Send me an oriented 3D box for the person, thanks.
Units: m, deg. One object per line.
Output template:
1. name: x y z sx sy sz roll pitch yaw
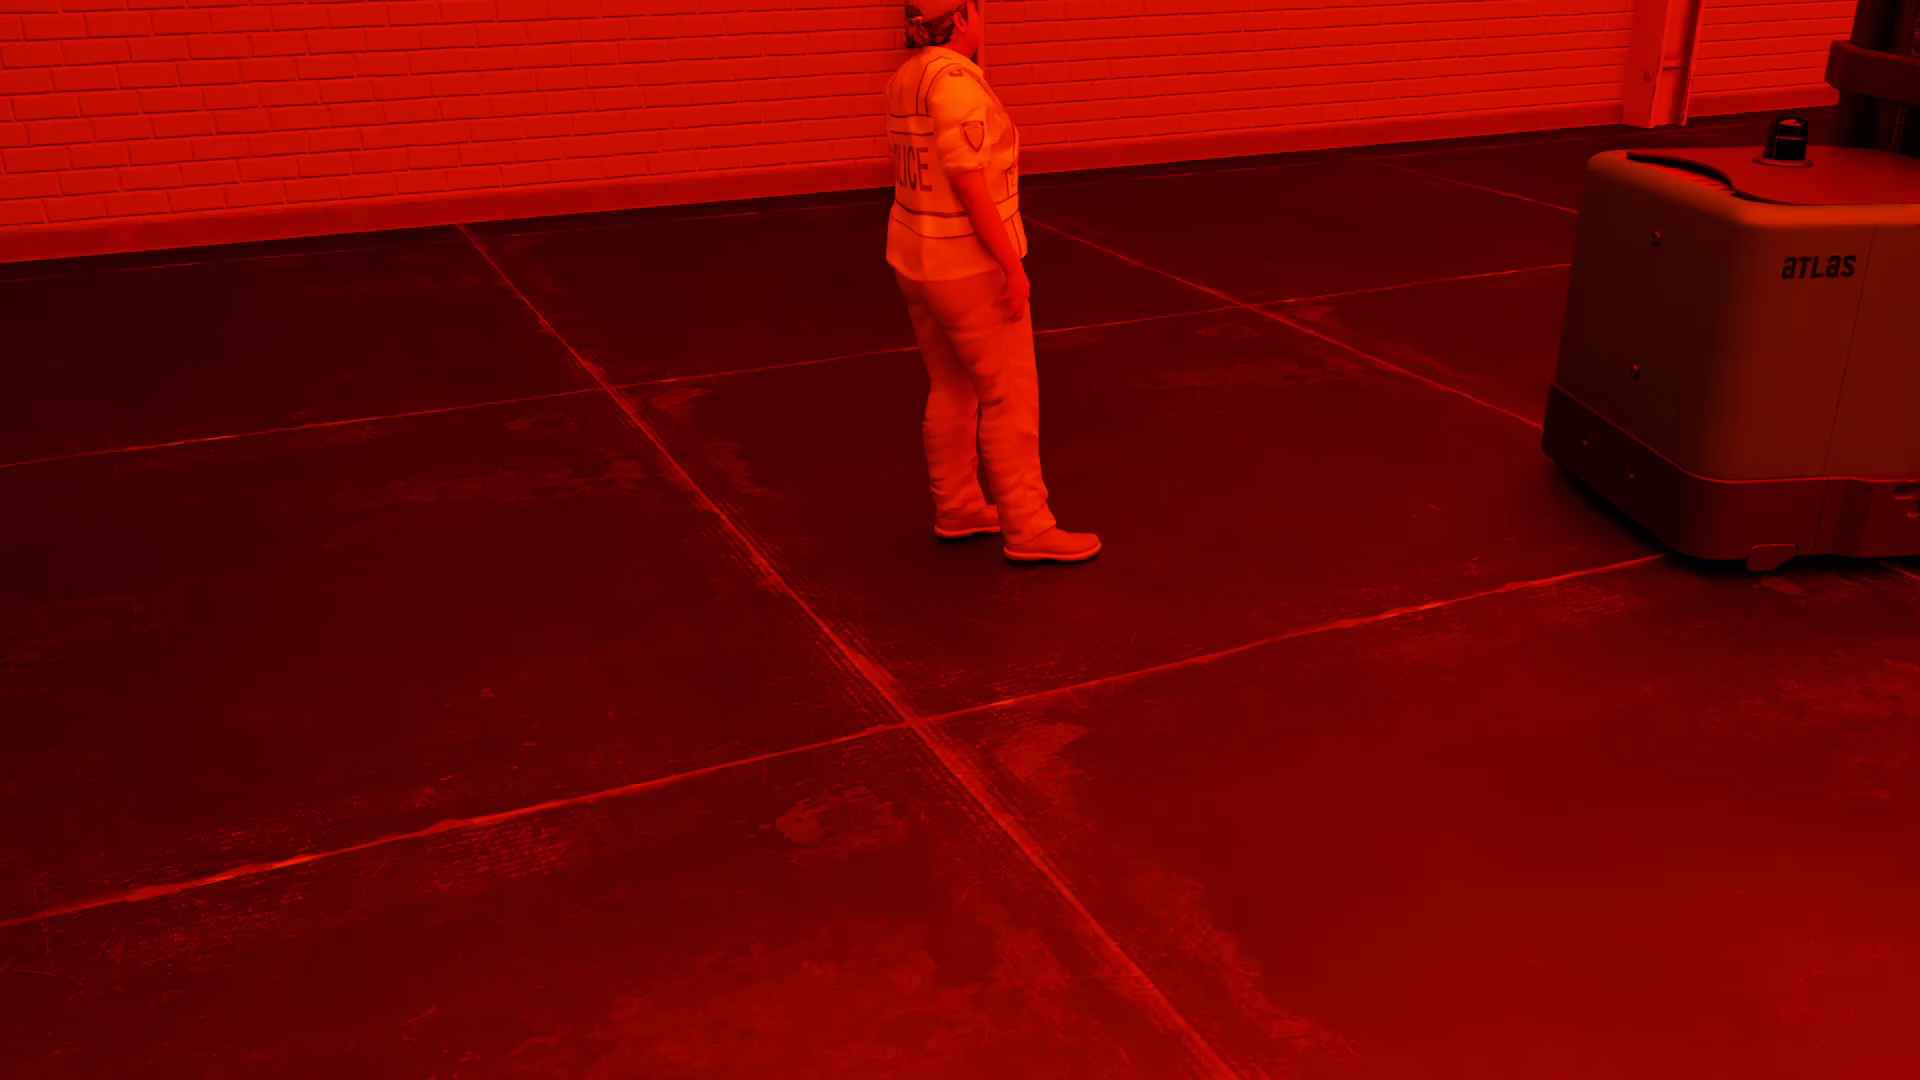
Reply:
1. person: 0.079 -0.781 4.795 0.529 1.670 0.599 -10 25 -23

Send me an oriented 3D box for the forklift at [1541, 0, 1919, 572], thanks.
1. forklift: 3.531 -1.493 4.880 3.031 2.935 1.130 -3 23 -6
